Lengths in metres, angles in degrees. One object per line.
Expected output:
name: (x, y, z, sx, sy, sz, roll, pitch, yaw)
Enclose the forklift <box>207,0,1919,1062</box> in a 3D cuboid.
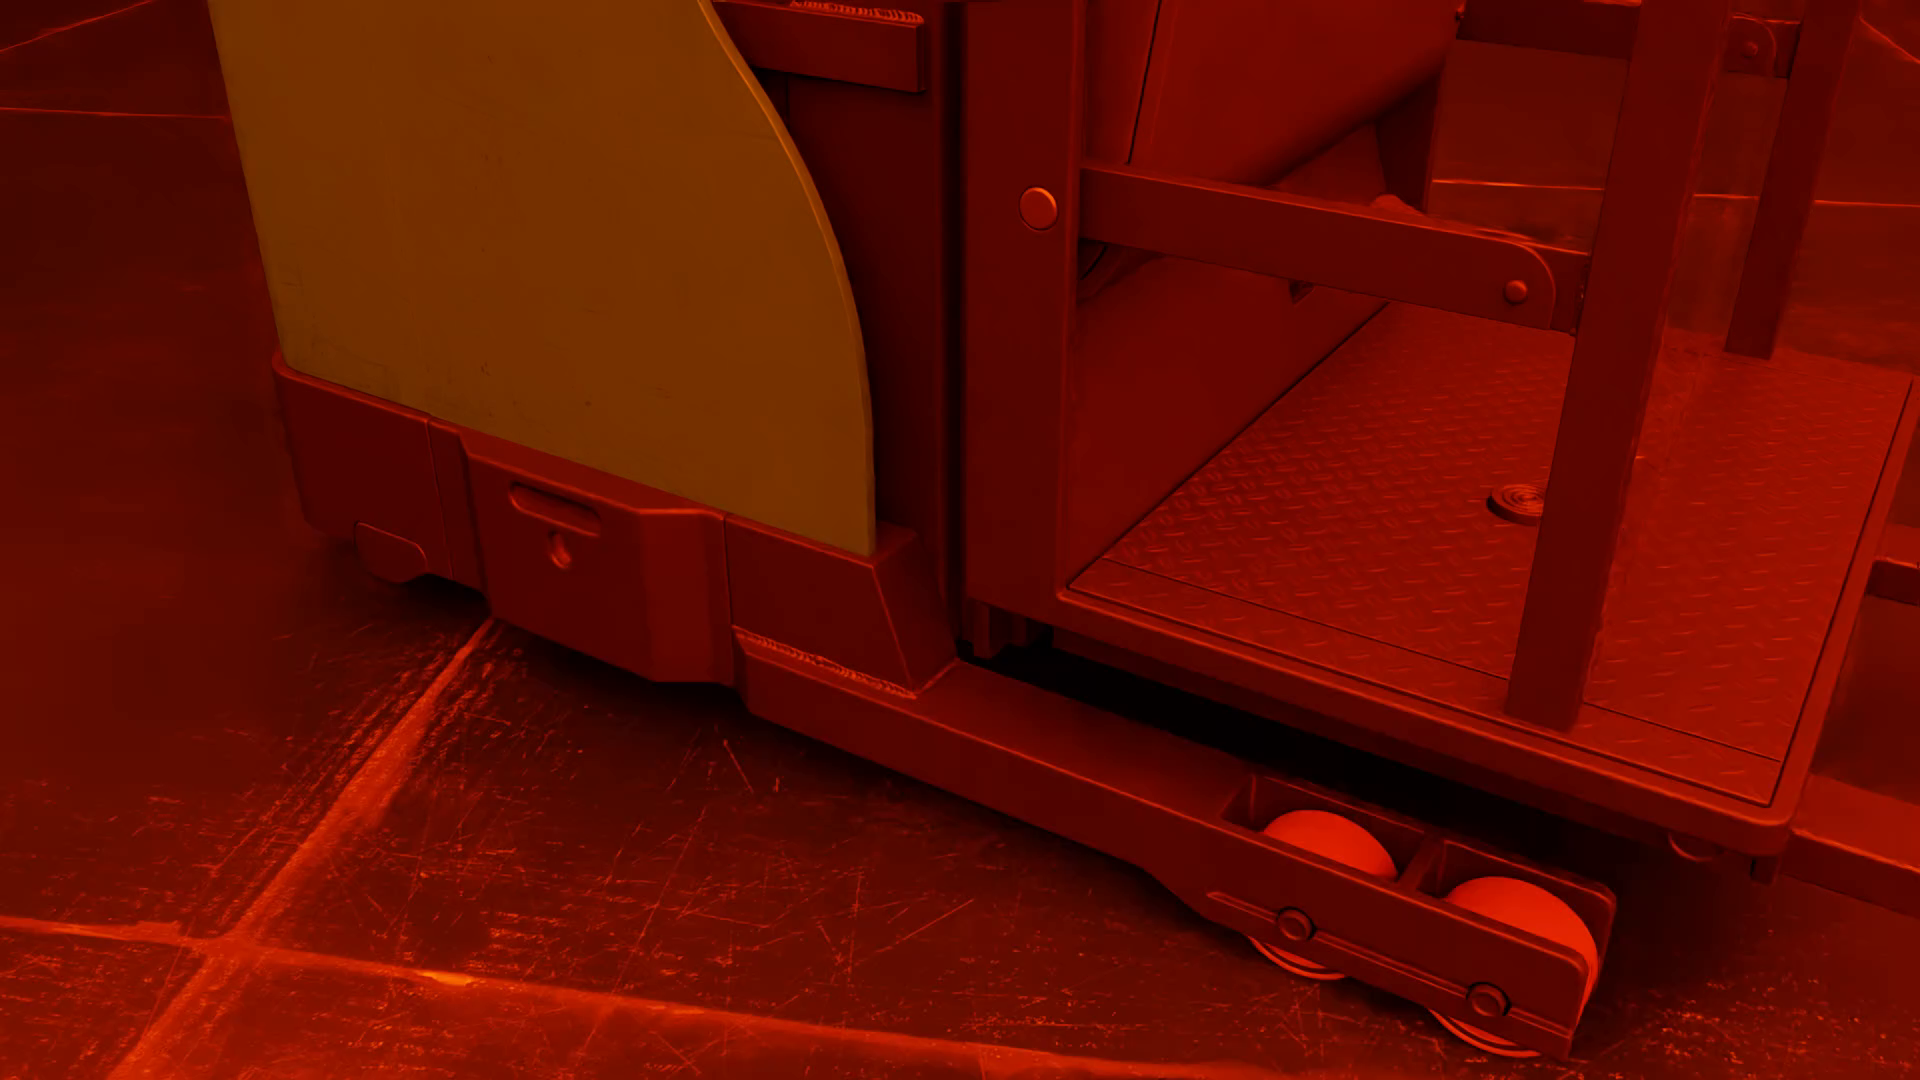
forklift: (0.556, -1.081, 1.427, 3.031, 2.935, 1.130, 17, 33, 28)
